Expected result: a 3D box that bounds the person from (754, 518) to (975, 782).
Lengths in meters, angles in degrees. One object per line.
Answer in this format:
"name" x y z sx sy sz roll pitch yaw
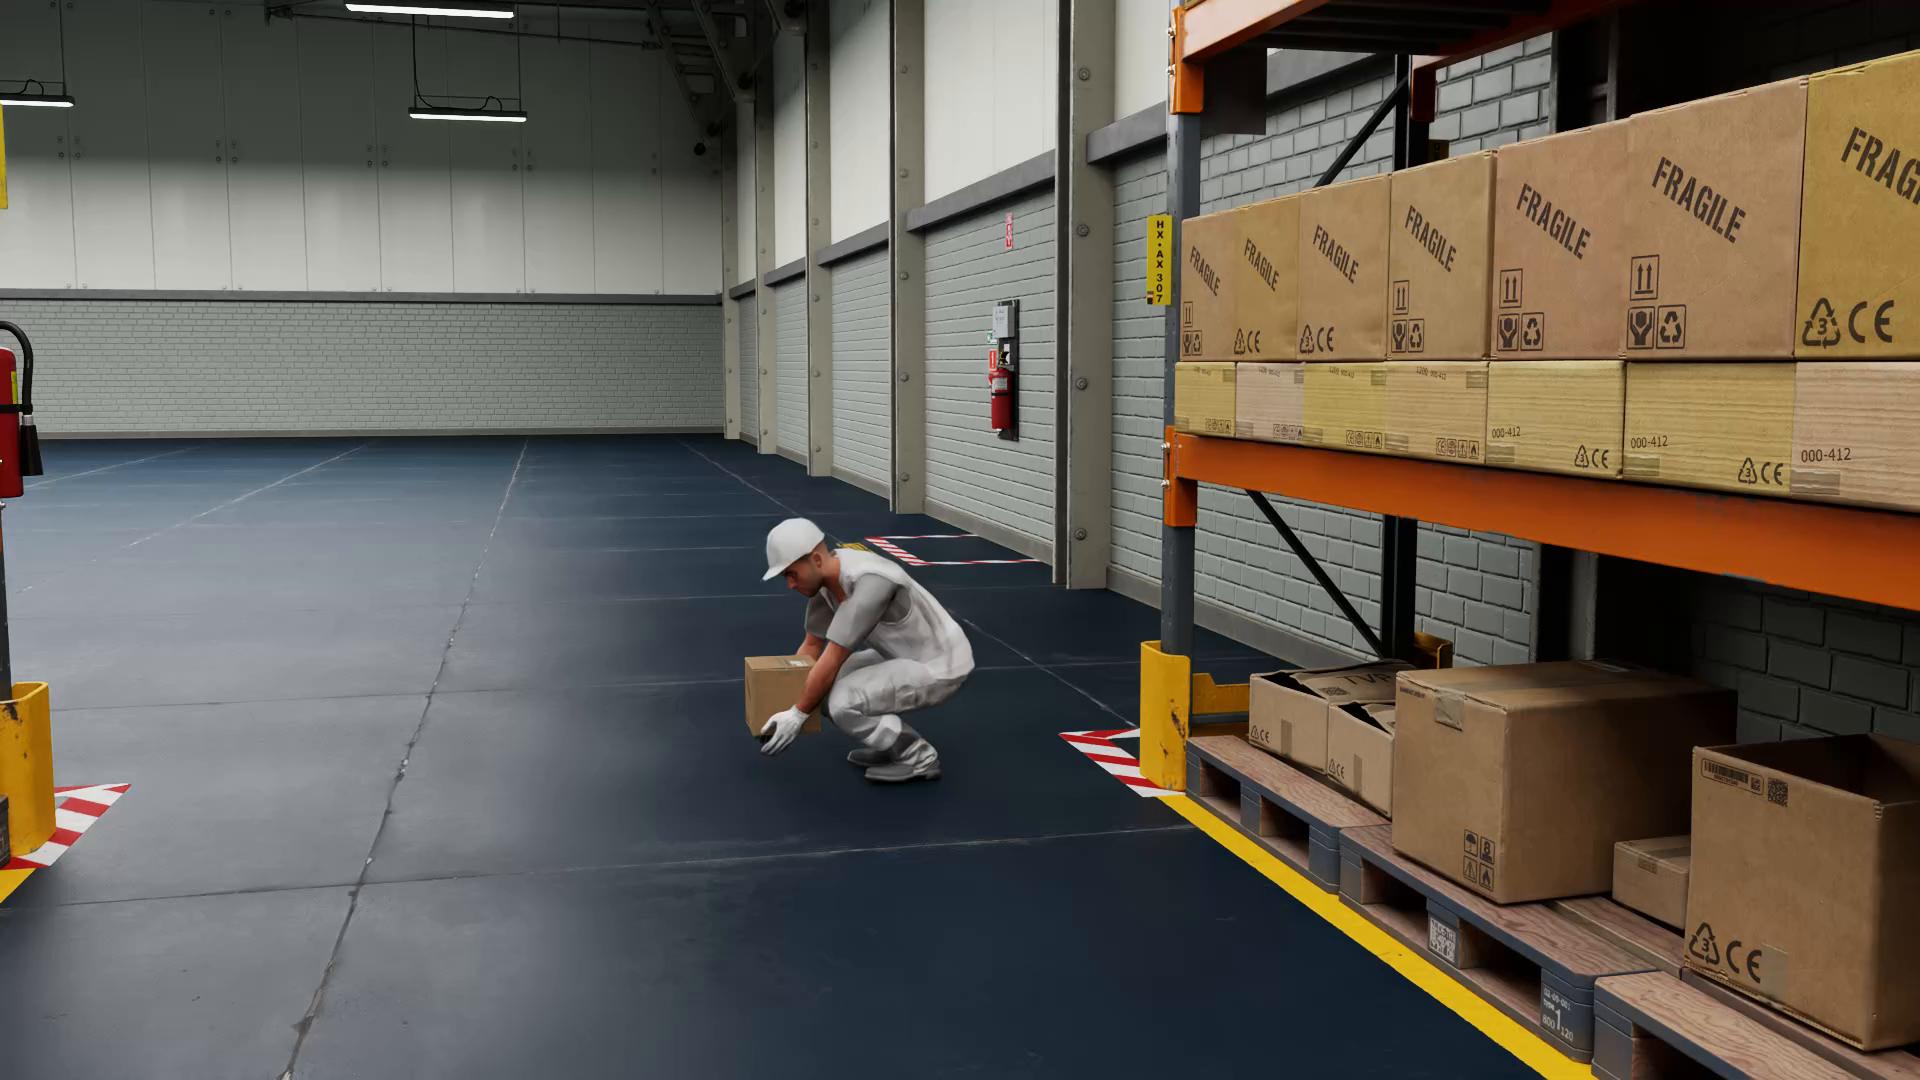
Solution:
"person" -0.362 0.403 6.264 0.837 0.999 0.562 -2 6 -16
